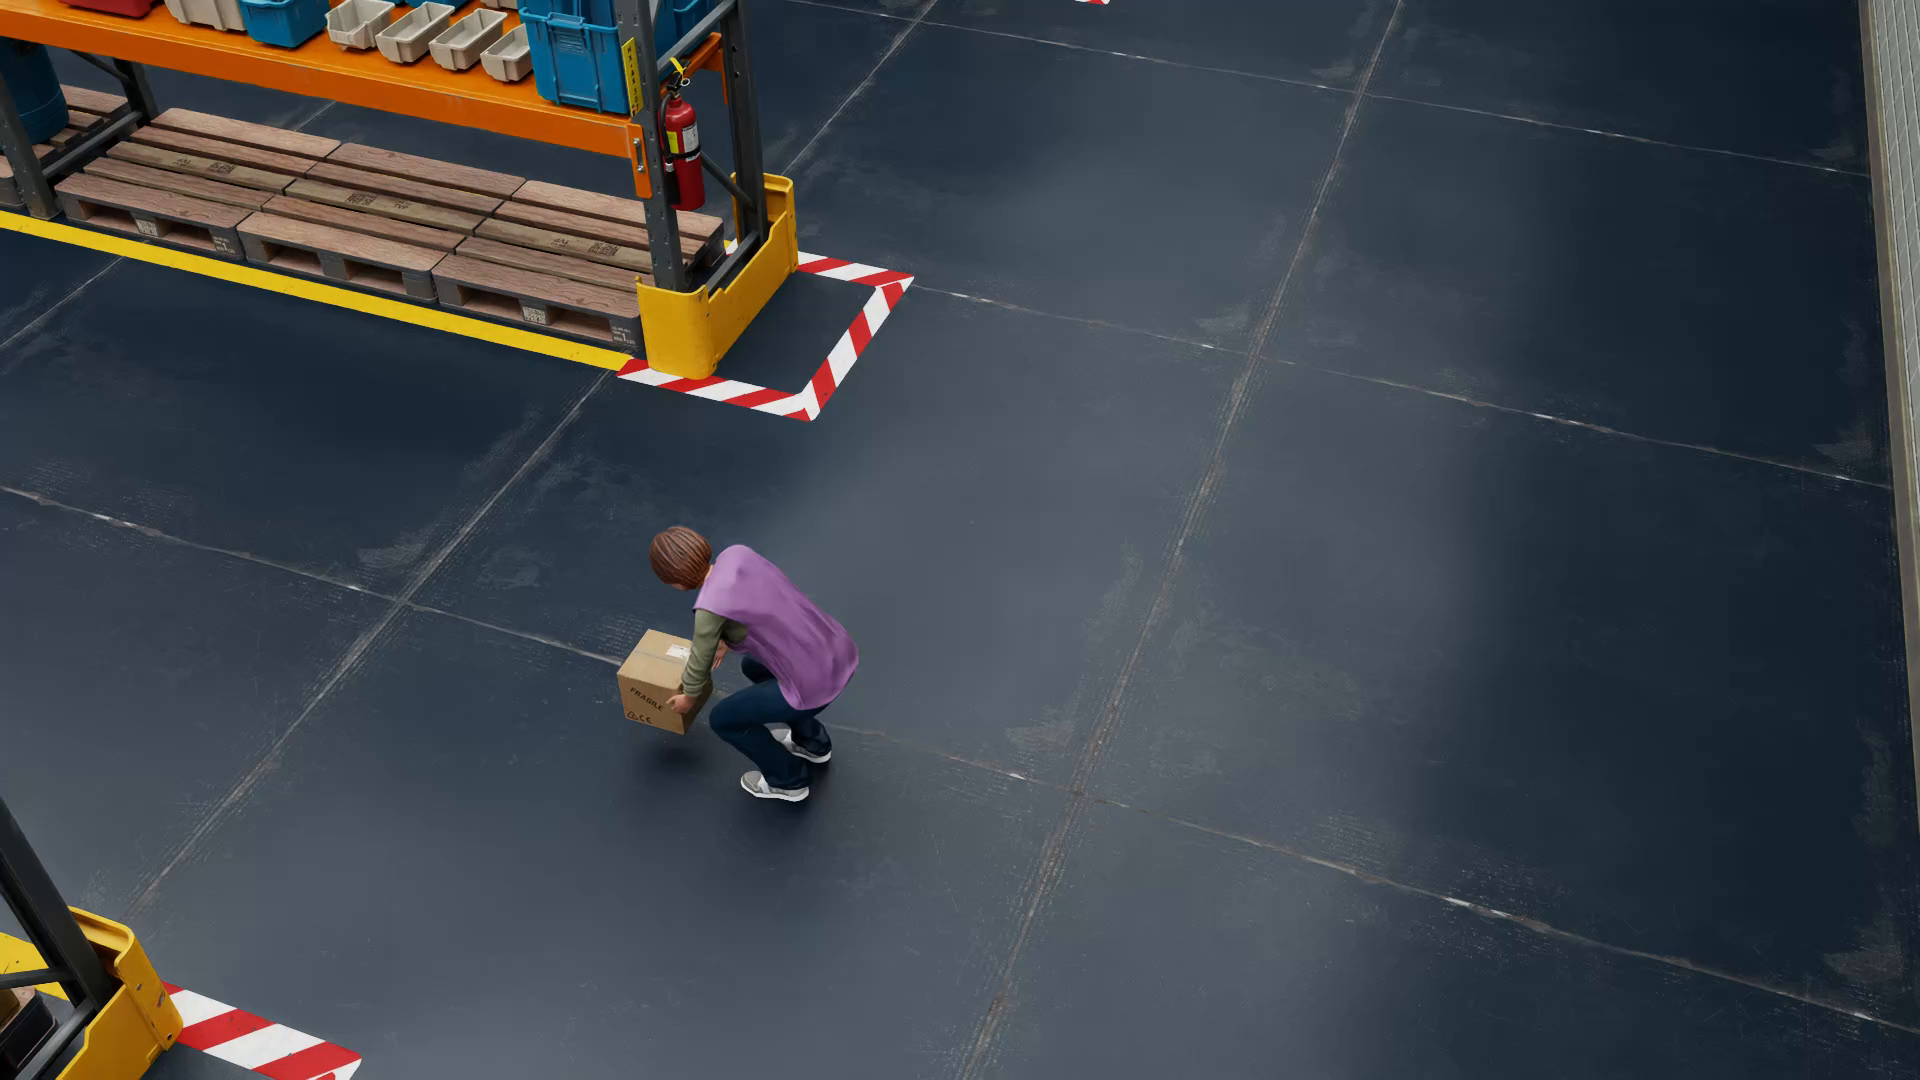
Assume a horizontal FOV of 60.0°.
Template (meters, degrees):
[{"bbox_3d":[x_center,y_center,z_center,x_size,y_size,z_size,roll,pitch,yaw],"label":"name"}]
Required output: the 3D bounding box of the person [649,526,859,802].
[{"bbox_3d":[-0.727,0.463,5.982,0.721,1.163,0.464,14,44,15],"label":"person"}]
